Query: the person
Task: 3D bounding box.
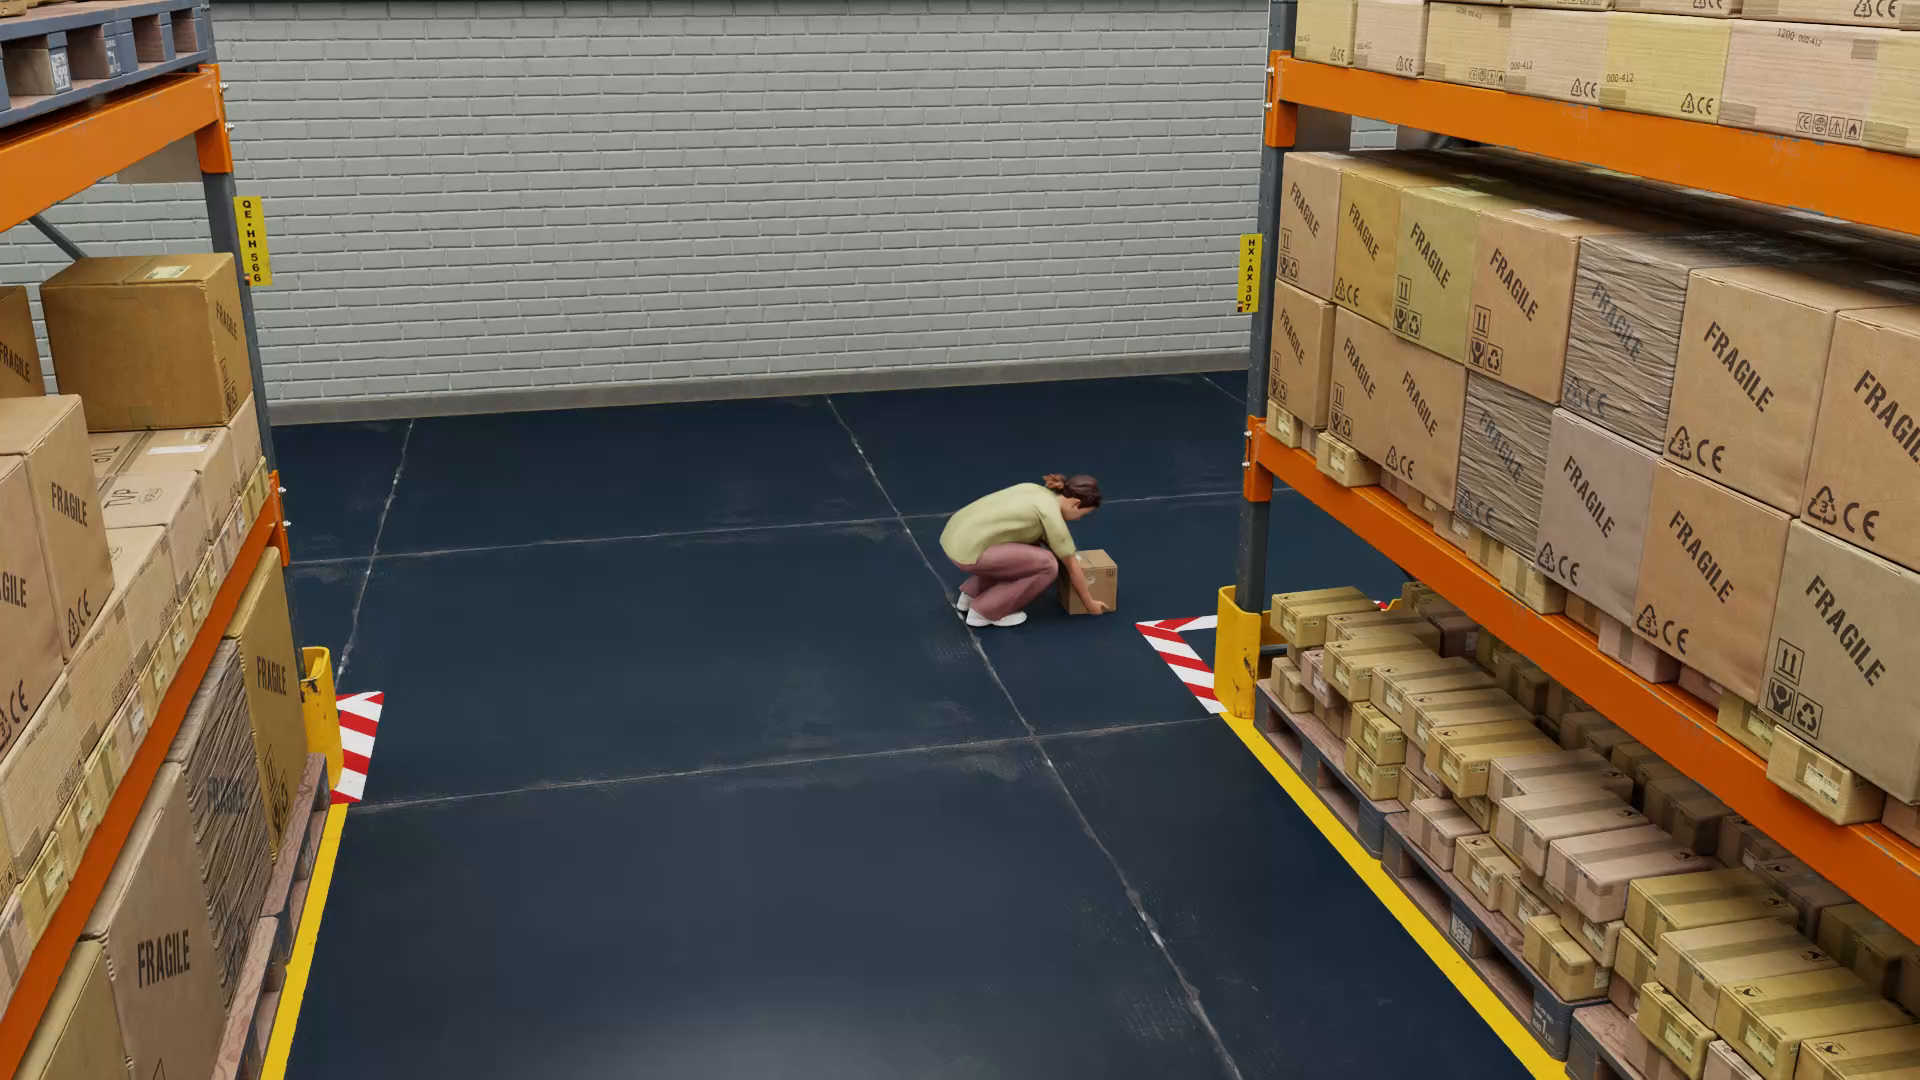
[{"bbox_3d":[0.326,0.061,8.416,0.862,0.798,0.476,-5,20,-13],"label":"person"}]
